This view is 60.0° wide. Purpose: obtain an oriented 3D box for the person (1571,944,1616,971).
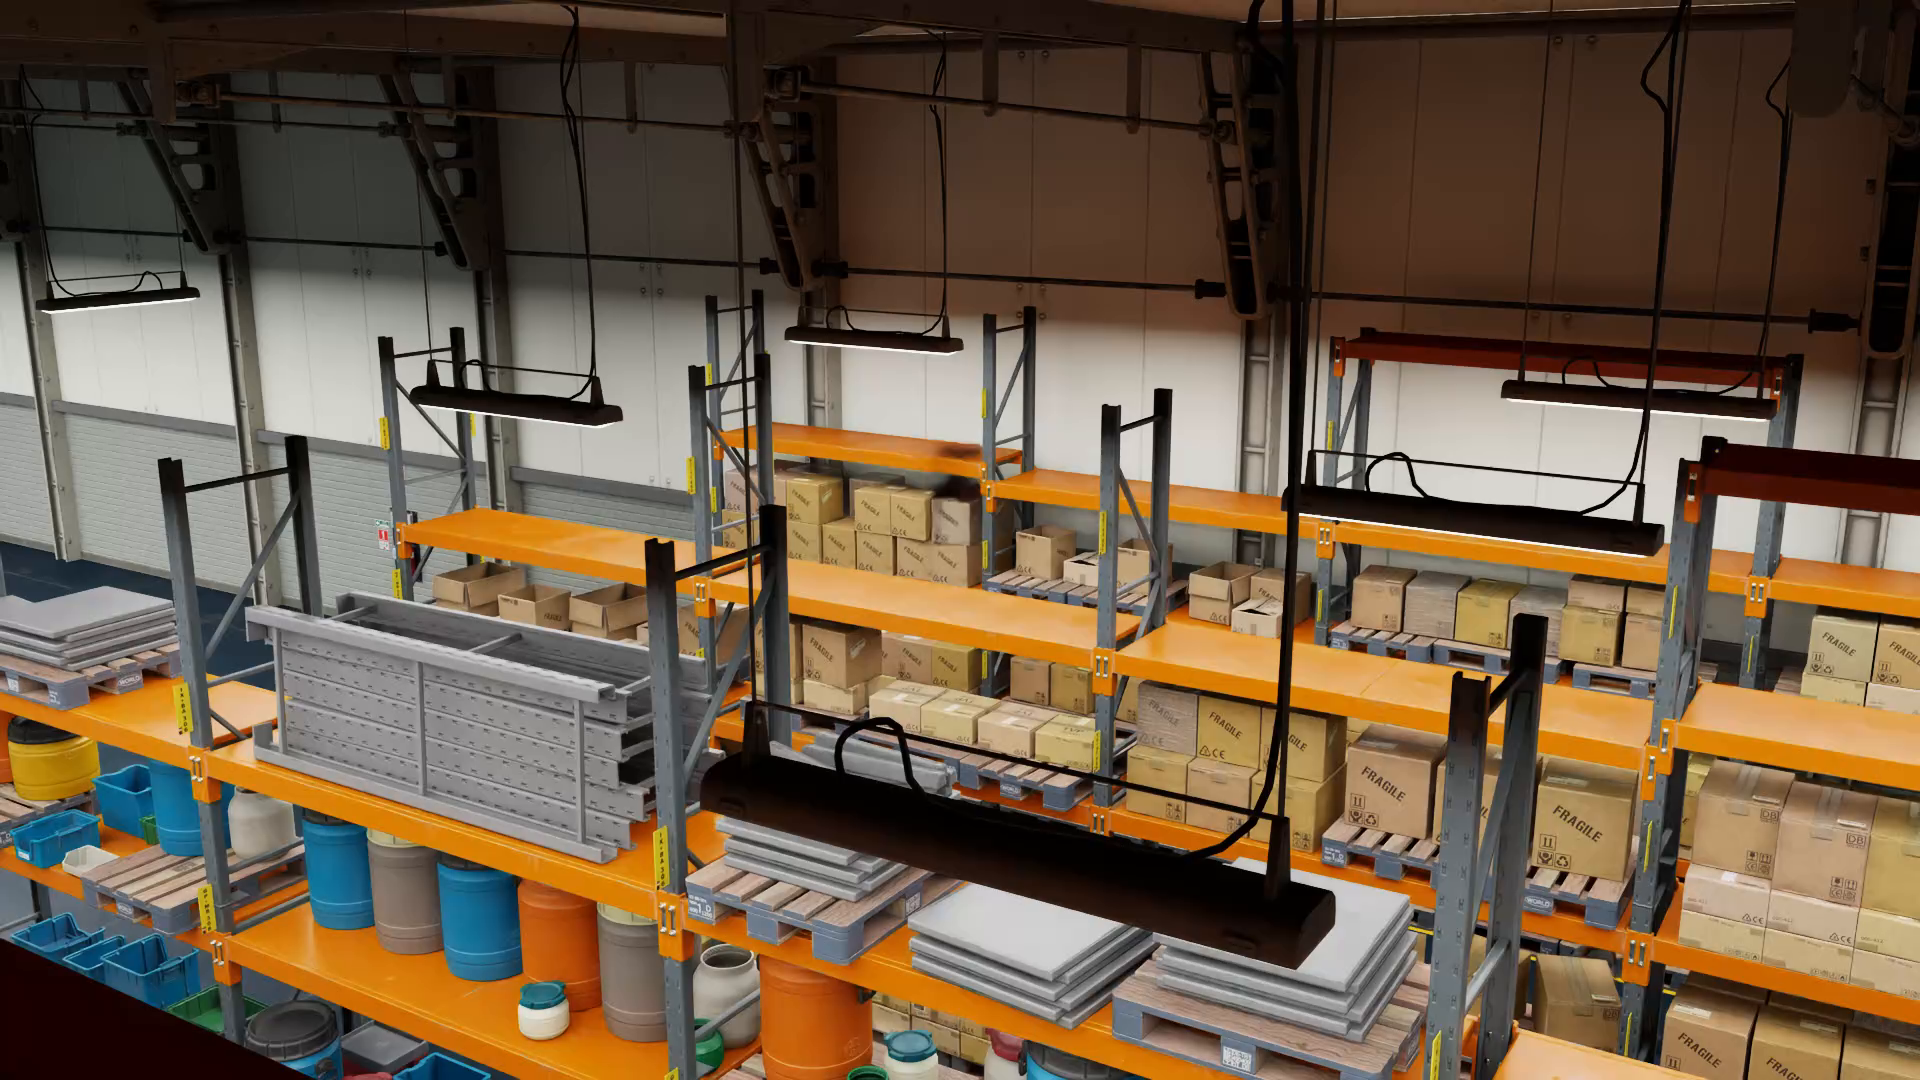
[{"bbox_3d":[5.722,3.699,14.895,0.881,1.603,0.471,5,15,21],"label":"person"}]
